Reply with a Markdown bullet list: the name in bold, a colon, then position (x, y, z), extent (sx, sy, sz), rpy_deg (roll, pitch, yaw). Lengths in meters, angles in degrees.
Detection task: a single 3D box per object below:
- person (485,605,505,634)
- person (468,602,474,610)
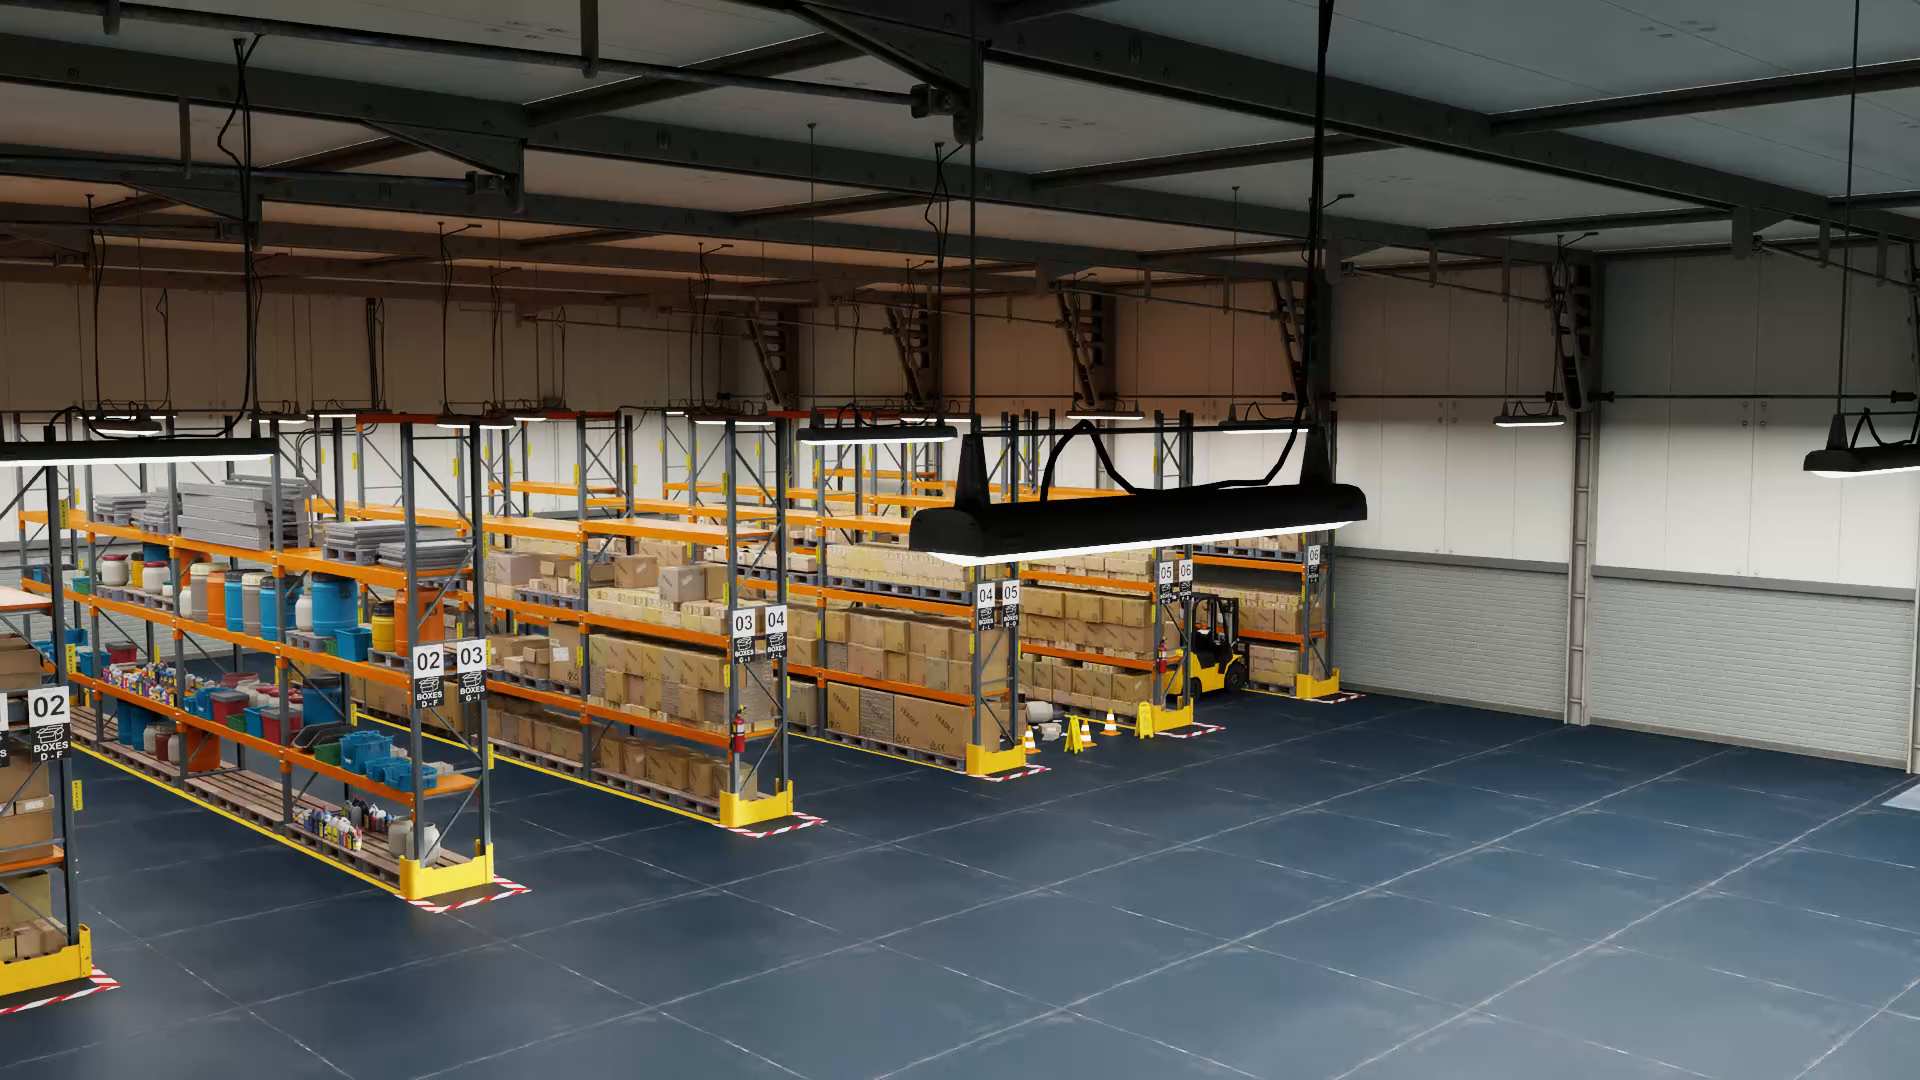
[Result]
- **person**: position (-11.247, 1.920, 40.336), extent (0.676, 1.763, 0.987), rpy_deg (4, 6, 38)
- **person**: position (-11.915, 2.055, 40.097), extent (0.554, 1.580, 0.669), rpy_deg (-3, 6, -32)
